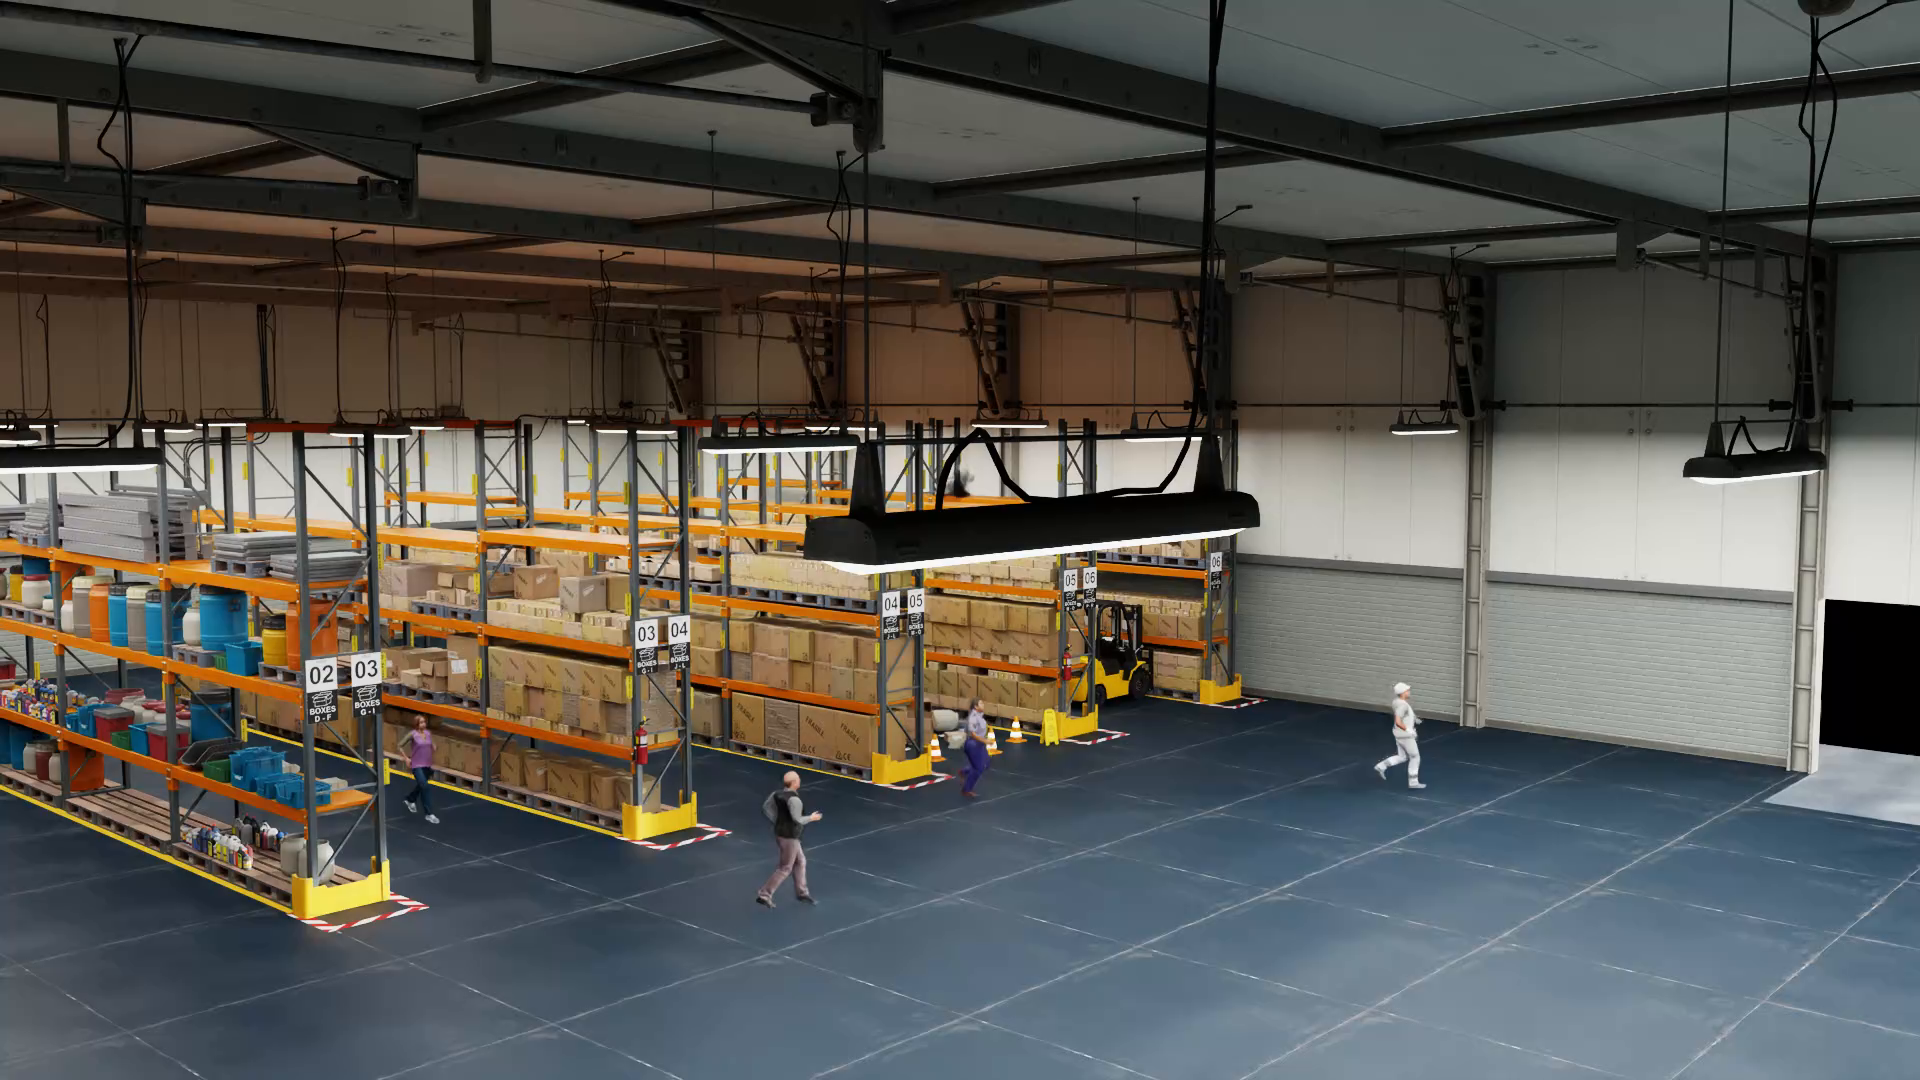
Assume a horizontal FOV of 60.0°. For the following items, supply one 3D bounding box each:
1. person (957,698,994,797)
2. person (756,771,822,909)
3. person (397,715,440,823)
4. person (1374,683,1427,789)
[{"bbox_3d":[0.253,3.349,26.928,0.615,1.600,0.617,1,5,8],"label":"person"},{"bbox_3d":[-2.164,3.771,20.813,0.873,1.761,0.613,-2,5,-24],"label":"person"},{"bbox_3d":[-8.193,3.448,25.244,0.883,1.595,0.532,3,6,33],"label":"person"},{"bbox_3d":[7.262,3.221,27.344,0.849,1.758,0.668,0,5,2],"label":"person"}]
